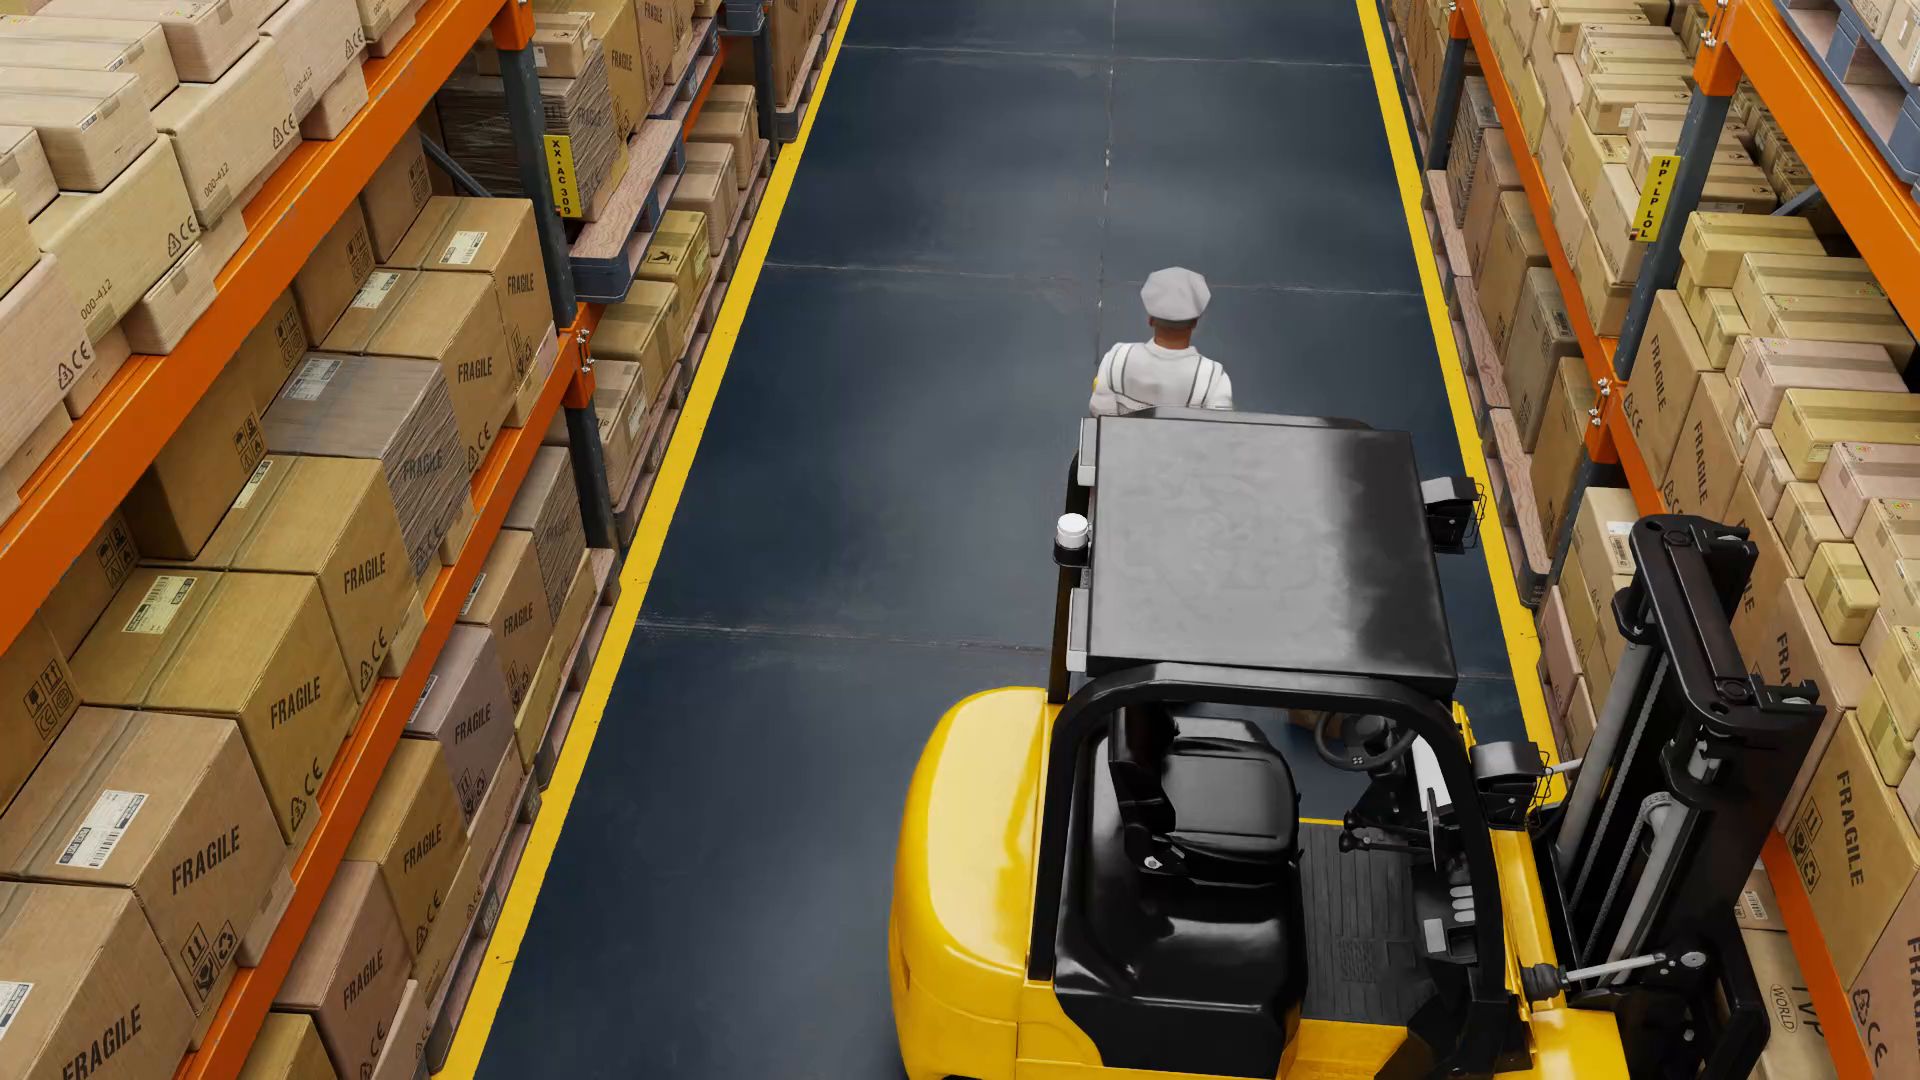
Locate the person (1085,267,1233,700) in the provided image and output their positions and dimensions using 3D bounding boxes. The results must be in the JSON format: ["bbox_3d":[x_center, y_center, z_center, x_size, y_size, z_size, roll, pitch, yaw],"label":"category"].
[{"bbox_3d":[0.733,-0.276,6.457,0.714,1.733,0.844,18,43,20],"label":"person"}]
